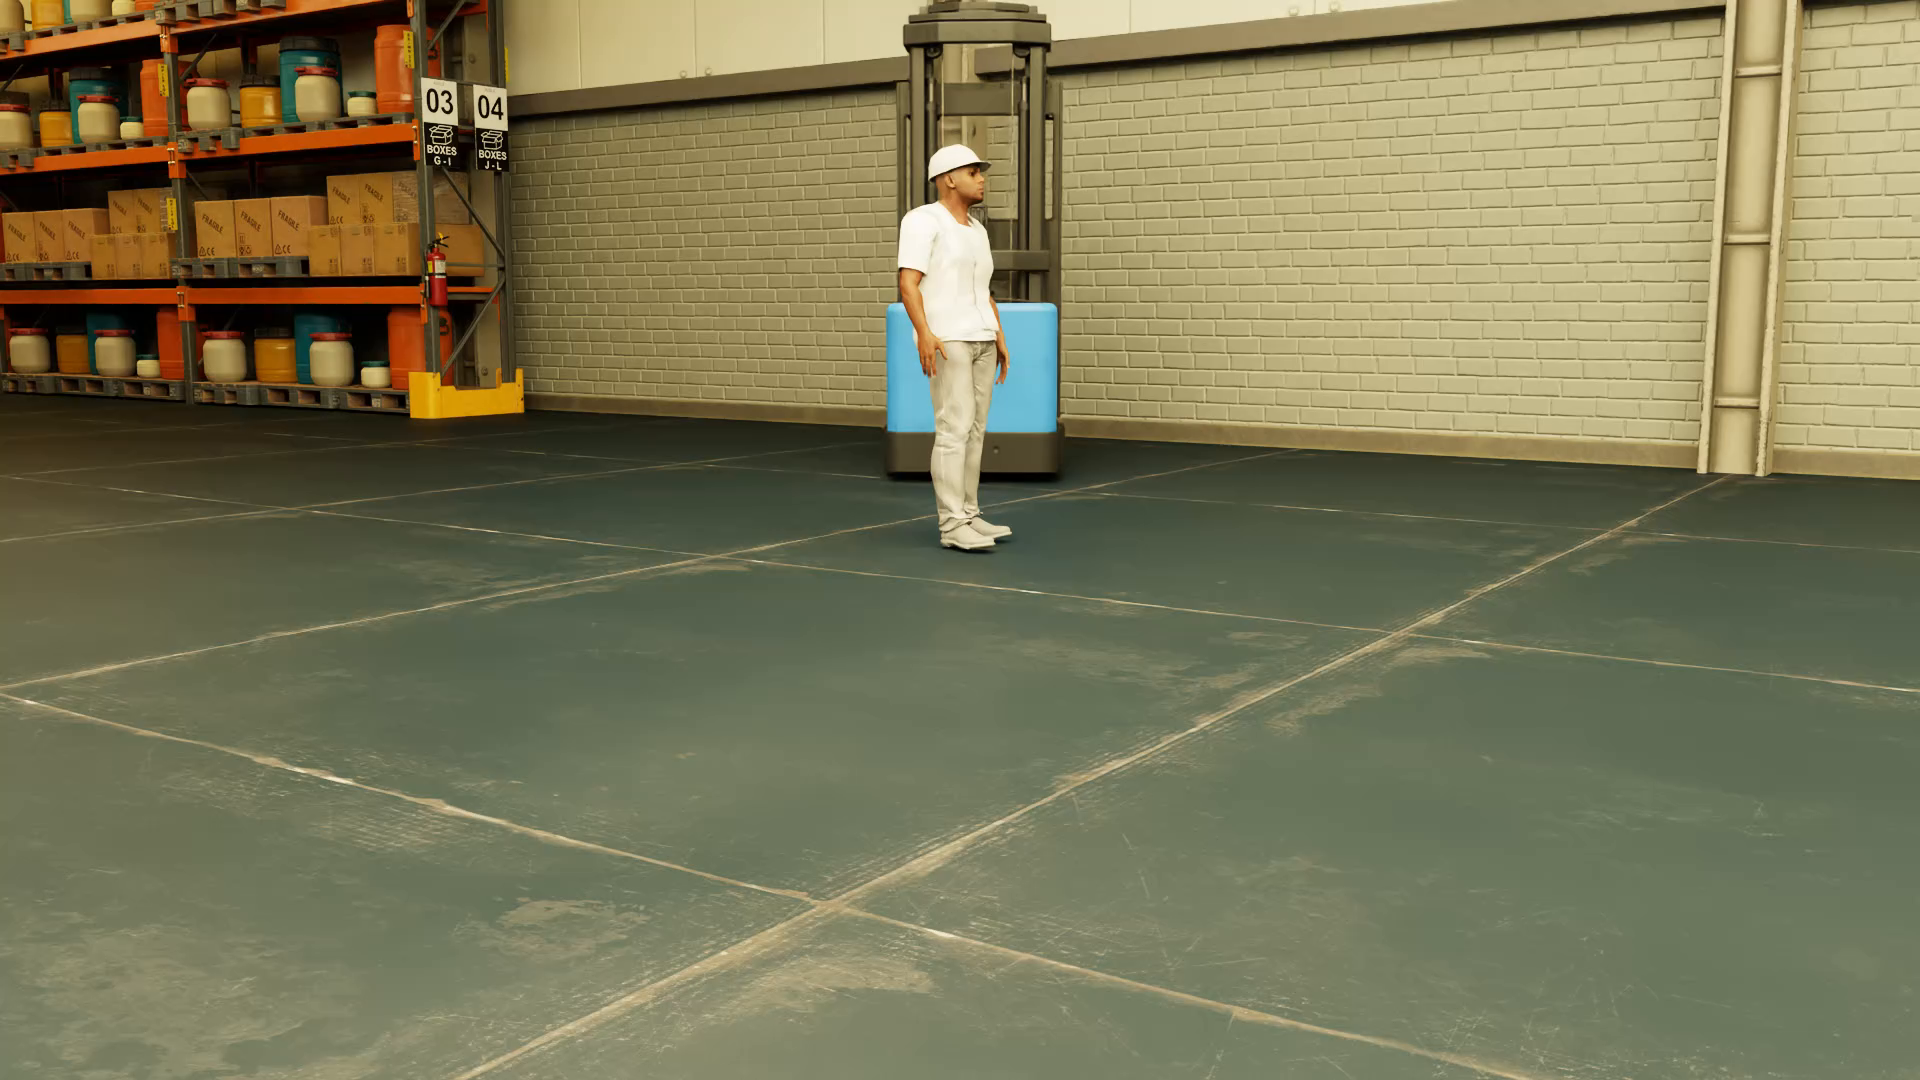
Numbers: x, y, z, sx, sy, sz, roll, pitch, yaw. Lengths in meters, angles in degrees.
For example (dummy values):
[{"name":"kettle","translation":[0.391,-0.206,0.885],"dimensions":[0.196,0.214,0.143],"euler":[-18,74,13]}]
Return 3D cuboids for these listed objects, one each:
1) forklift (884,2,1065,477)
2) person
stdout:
[{"name":"forklift","translation":[0.141,-1.995,11.224],"dimensions":[1.130,2.935,3.031],"euler":[0,8,3]},{"name":"person","translation":[0.054,-0.875,7.435],"dimensions":[0.577,1.765,0.666],"euler":[5,10,34]}]
